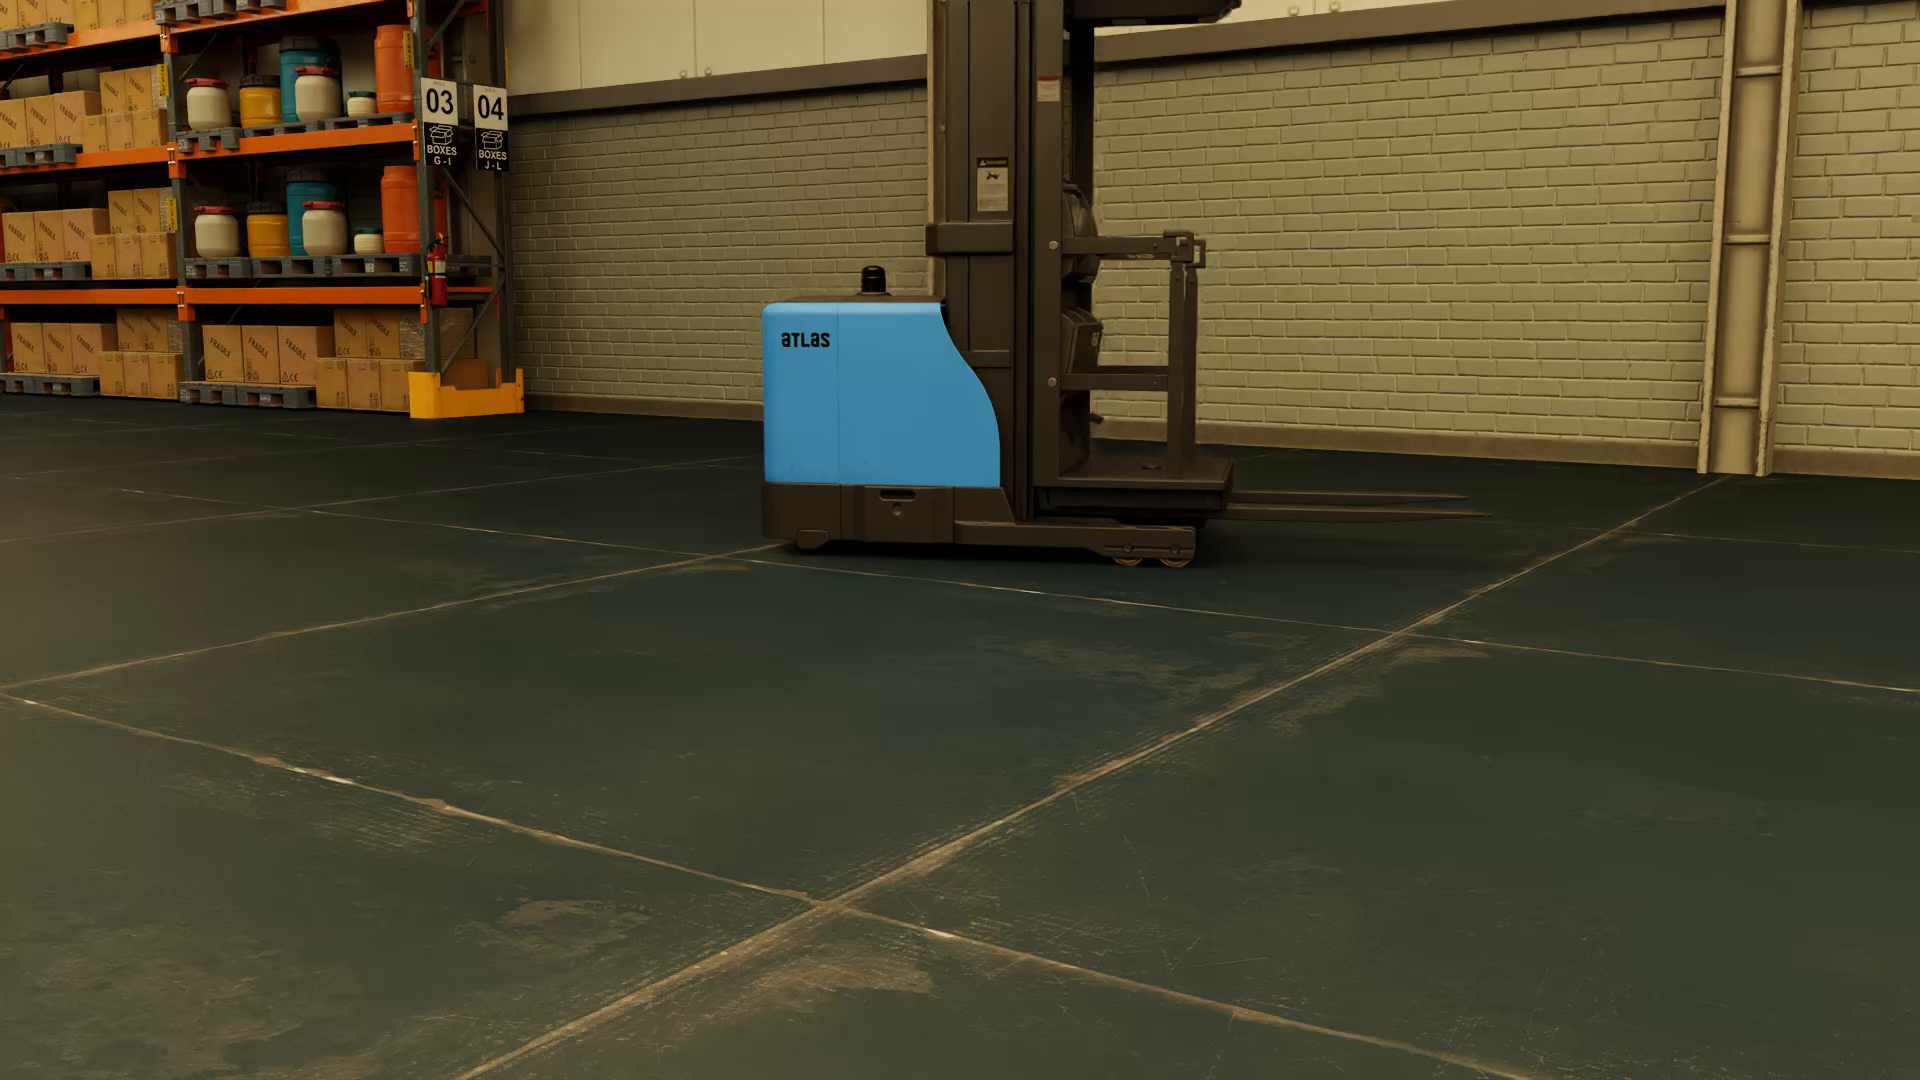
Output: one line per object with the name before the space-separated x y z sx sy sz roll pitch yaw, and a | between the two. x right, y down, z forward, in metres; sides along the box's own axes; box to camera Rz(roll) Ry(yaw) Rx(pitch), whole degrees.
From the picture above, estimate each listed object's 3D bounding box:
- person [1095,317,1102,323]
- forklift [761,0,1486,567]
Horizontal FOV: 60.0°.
person | 0.425 -0.874 8.830 0.820 1.368 0.848 -3 9 -19
forklift | 0.709 -1.420 7.178 3.031 2.935 1.130 2 8 11
